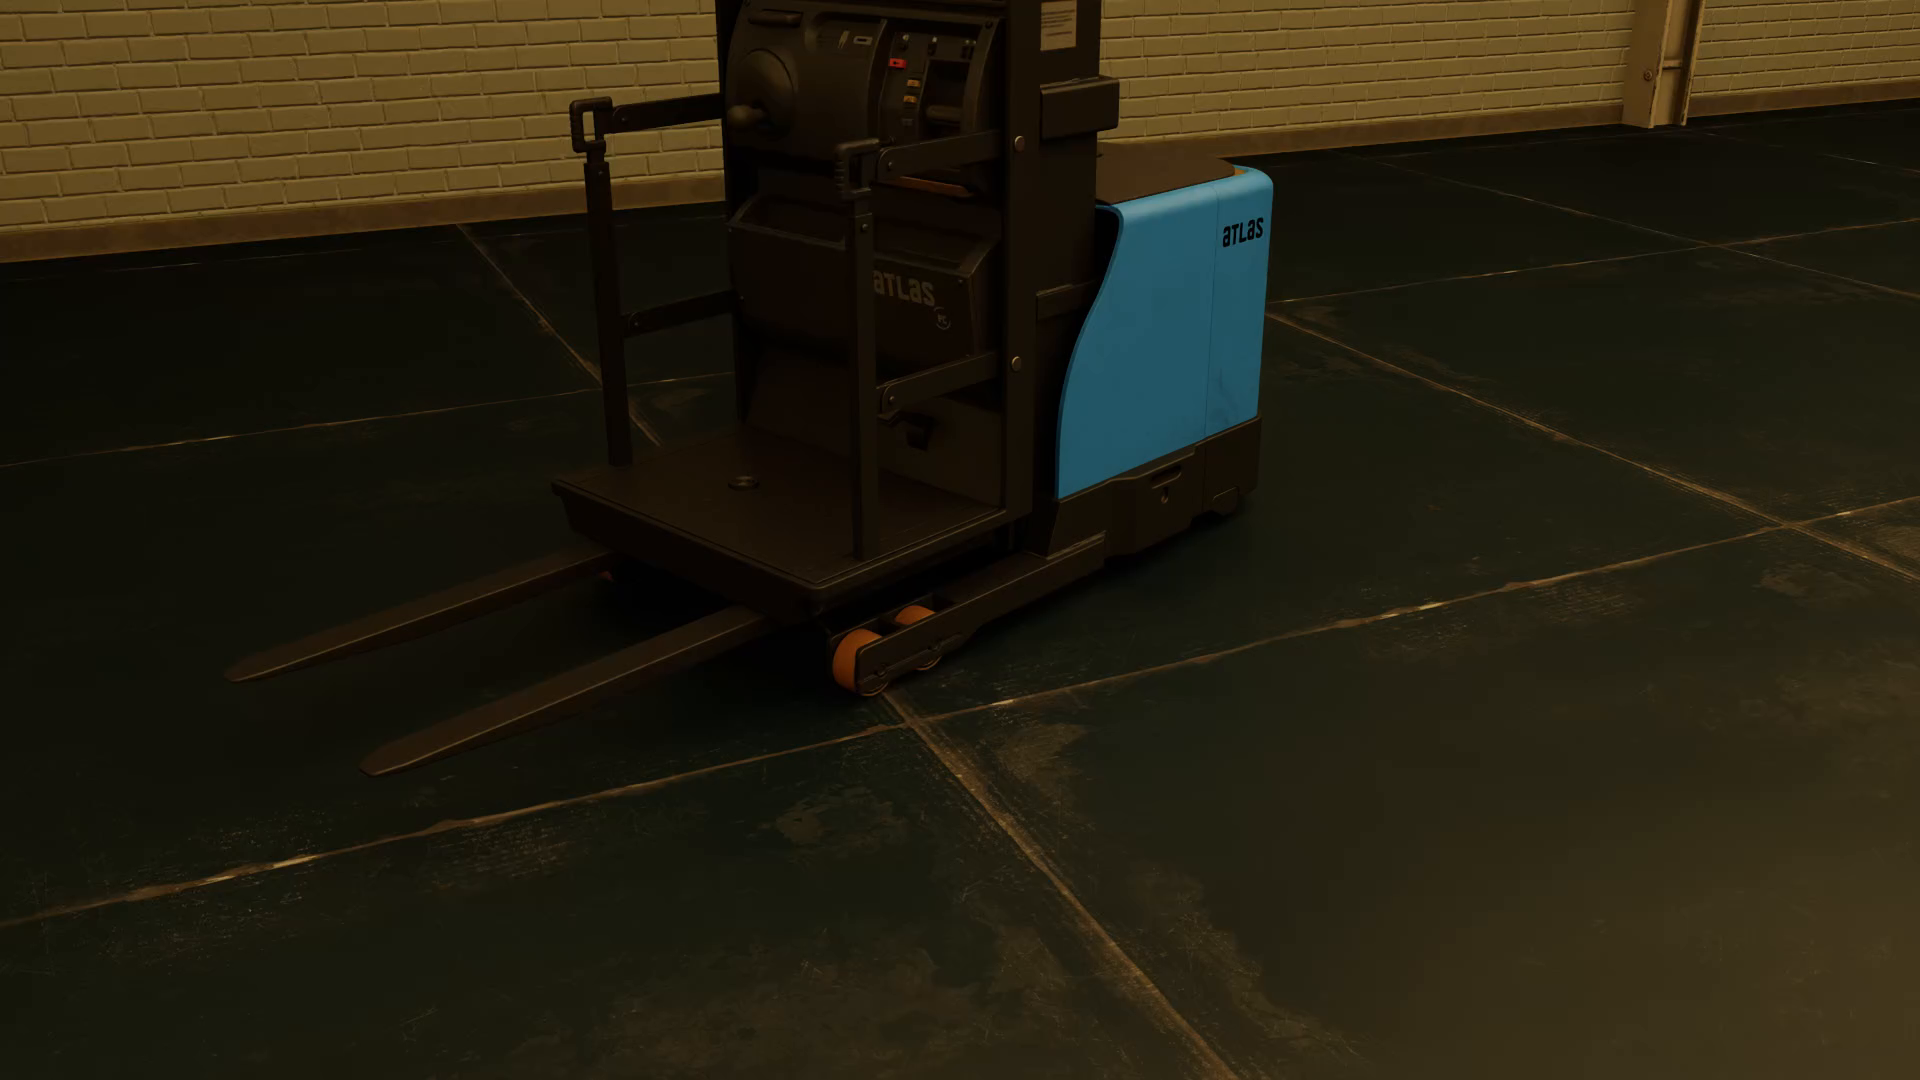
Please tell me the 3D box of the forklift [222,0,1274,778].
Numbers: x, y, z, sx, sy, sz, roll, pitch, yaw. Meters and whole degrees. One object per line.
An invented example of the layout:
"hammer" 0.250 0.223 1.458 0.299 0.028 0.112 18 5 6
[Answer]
"forklift" -0.413 -1.182 4.131 1.130 2.935 3.031 19 29 39
